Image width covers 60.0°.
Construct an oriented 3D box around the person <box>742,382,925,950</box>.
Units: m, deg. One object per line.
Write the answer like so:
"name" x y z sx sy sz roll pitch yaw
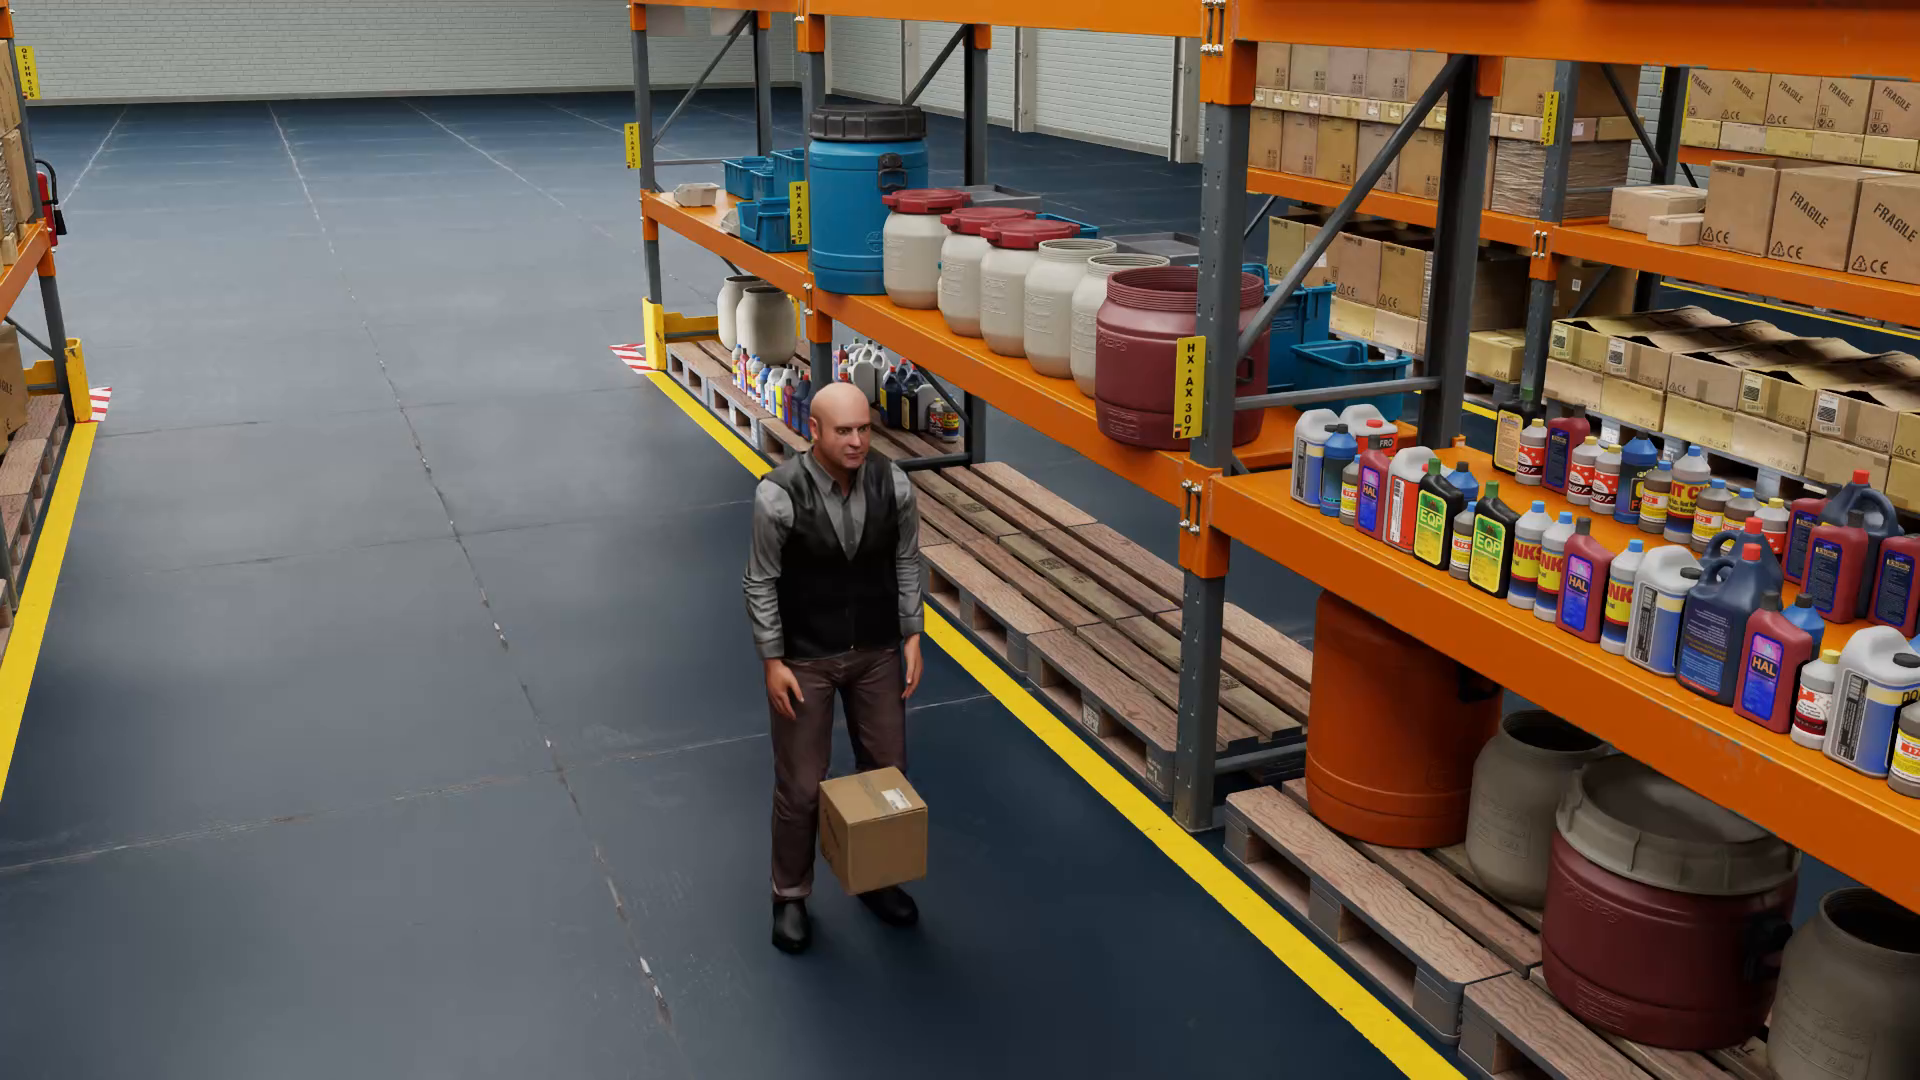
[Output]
"person" -0.374 0.356 5.044 0.563 1.724 0.423 -8 20 -24
